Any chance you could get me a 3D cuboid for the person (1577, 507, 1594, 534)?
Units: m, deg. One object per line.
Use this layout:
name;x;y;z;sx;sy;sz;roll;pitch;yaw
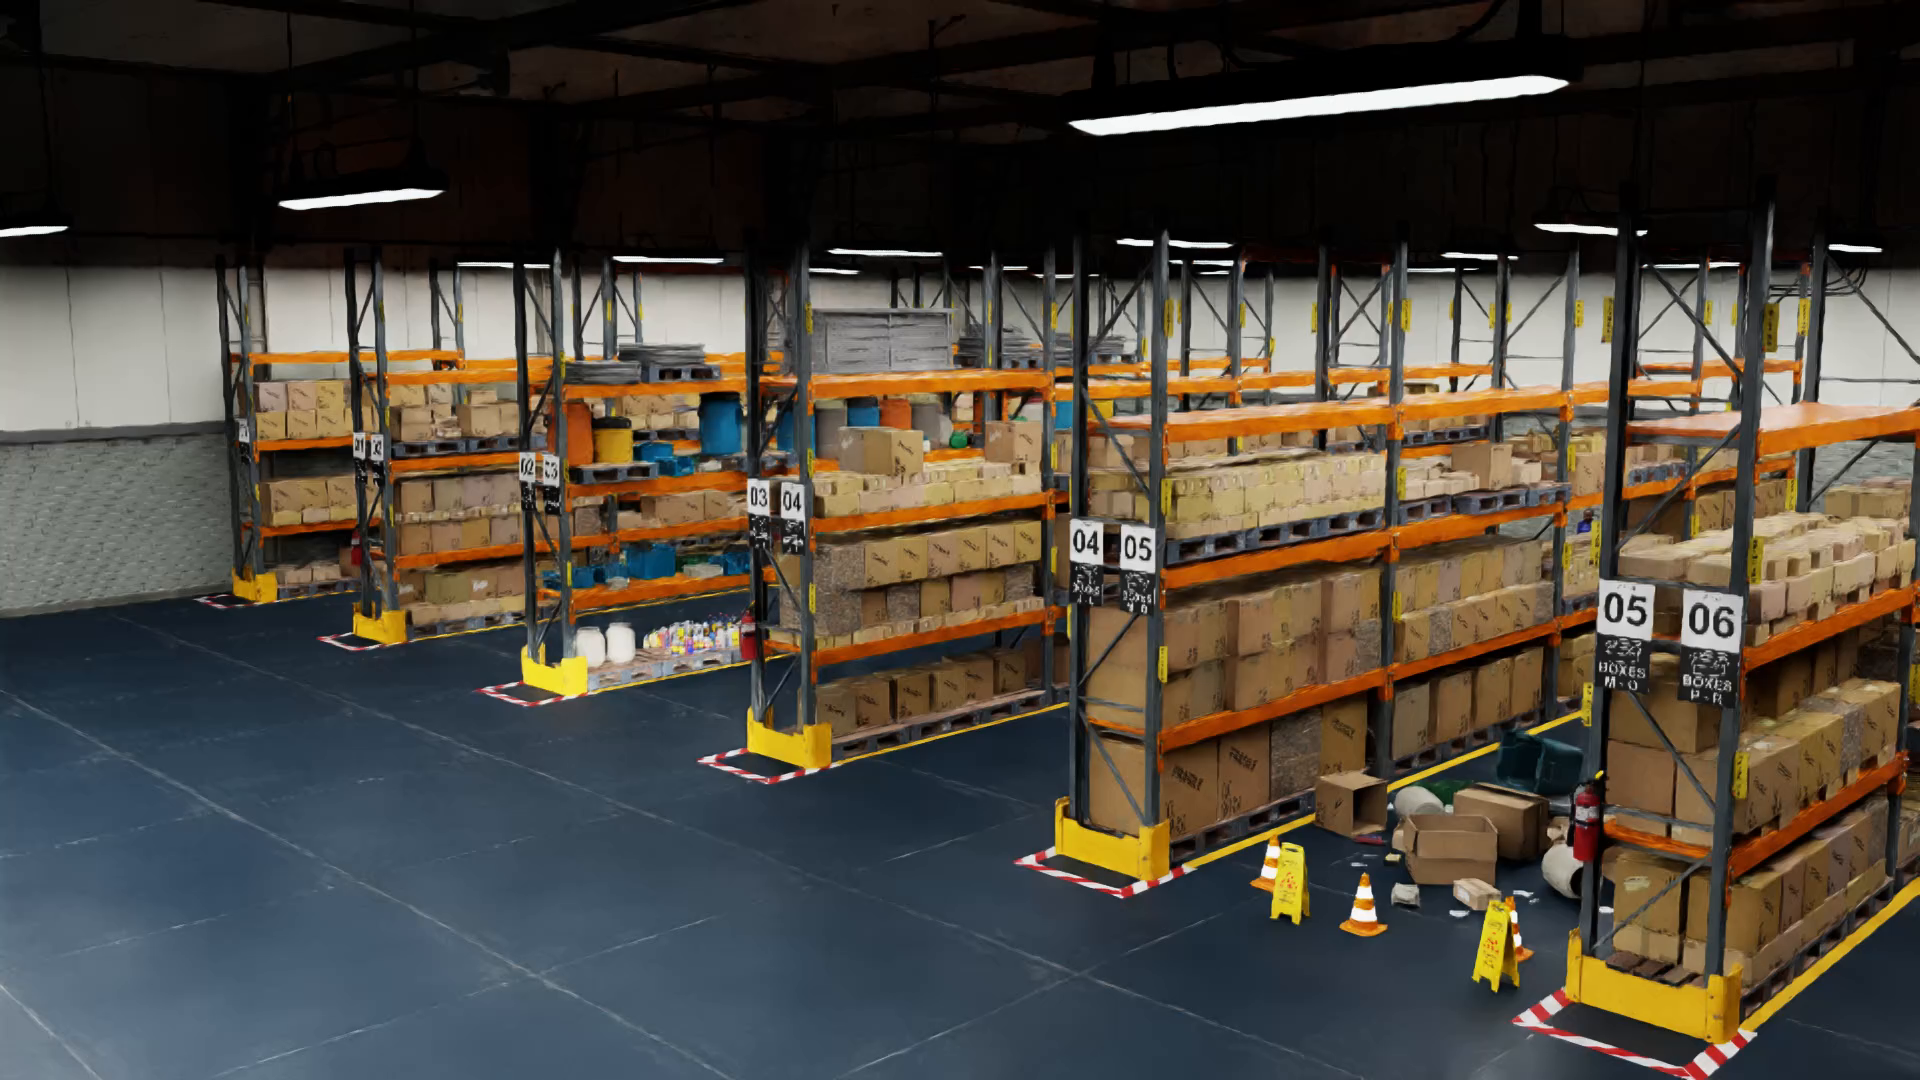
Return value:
person;11.188;0.179;29.627;1.088;1.574;0.447;-7;11;-42
